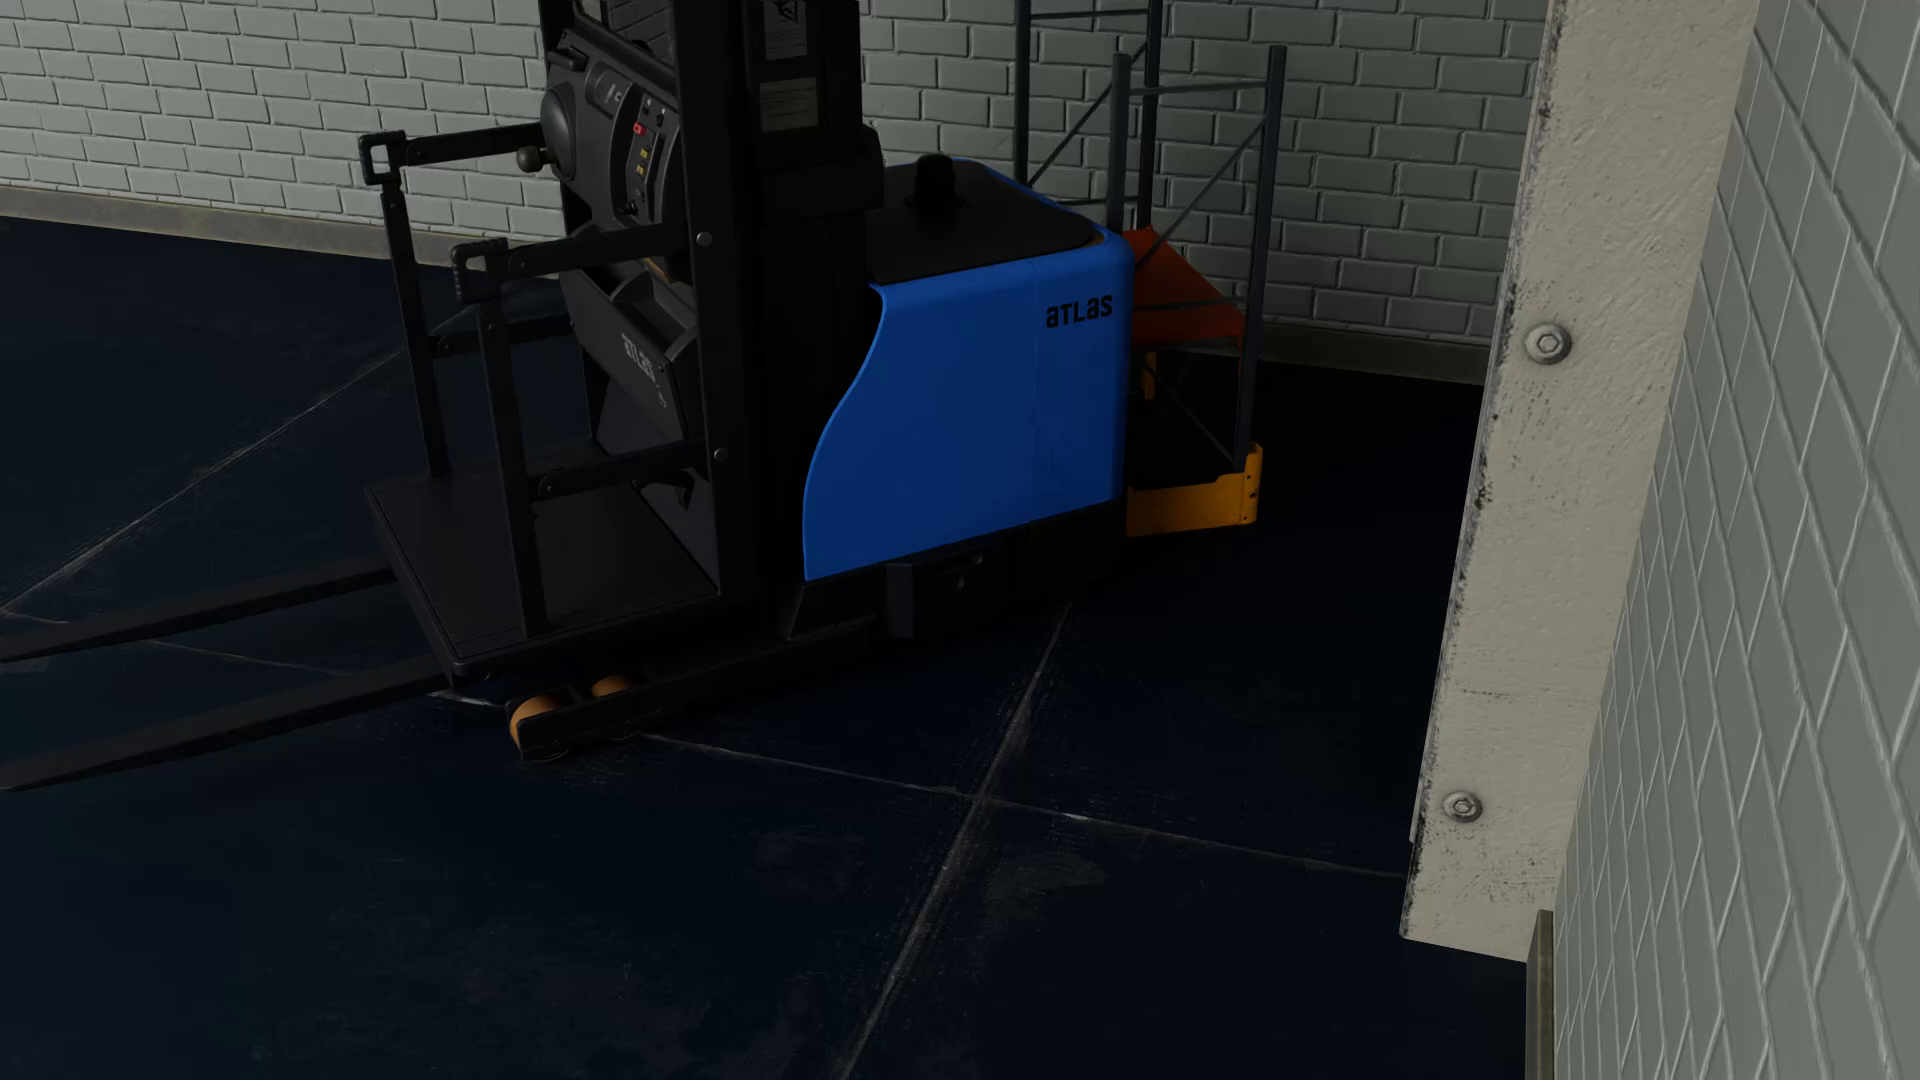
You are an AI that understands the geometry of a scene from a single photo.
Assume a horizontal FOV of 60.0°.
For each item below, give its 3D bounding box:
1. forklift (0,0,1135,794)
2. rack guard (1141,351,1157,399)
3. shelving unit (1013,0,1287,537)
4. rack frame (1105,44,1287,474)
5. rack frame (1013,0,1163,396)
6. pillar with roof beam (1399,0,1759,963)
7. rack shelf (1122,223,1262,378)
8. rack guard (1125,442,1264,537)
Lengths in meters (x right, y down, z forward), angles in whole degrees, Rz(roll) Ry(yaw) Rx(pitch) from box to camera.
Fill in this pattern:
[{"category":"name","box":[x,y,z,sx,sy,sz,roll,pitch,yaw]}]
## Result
[{"category":"forklift","box":[-1.049,-1.009,4.050,3.031,2.935,1.130,-15,32,-25]},{"category":"rack guard","box":[0.434,-0.625,6.116,0.587,0.250,0.087,-7,30,-12]},{"category":"shelving unit","box":[0.550,-0.935,5.388,0.587,1.500,1.083,-7,30,-12]},{"category":"rack frame","box":[0.666,-0.699,4.964,0.500,1.500,0.032,-7,30,-12]},{"category":"rack frame","box":[0.430,-1.180,5.828,0.500,1.500,0.032,-7,30,-12]},{"category":"pillar with roof beam","box":[-2.940,-3.740,2.717,9.100,9.000,0.400,8,30,15]},{"category":"rack shelf","box":[0.548,-0.782,5.484,0.538,0.185,1.000,-7,30,-12]},{"category":"rack guard","box":[0.666,-0.154,5.269,0.587,0.250,0.087,-7,30,-12]}]
